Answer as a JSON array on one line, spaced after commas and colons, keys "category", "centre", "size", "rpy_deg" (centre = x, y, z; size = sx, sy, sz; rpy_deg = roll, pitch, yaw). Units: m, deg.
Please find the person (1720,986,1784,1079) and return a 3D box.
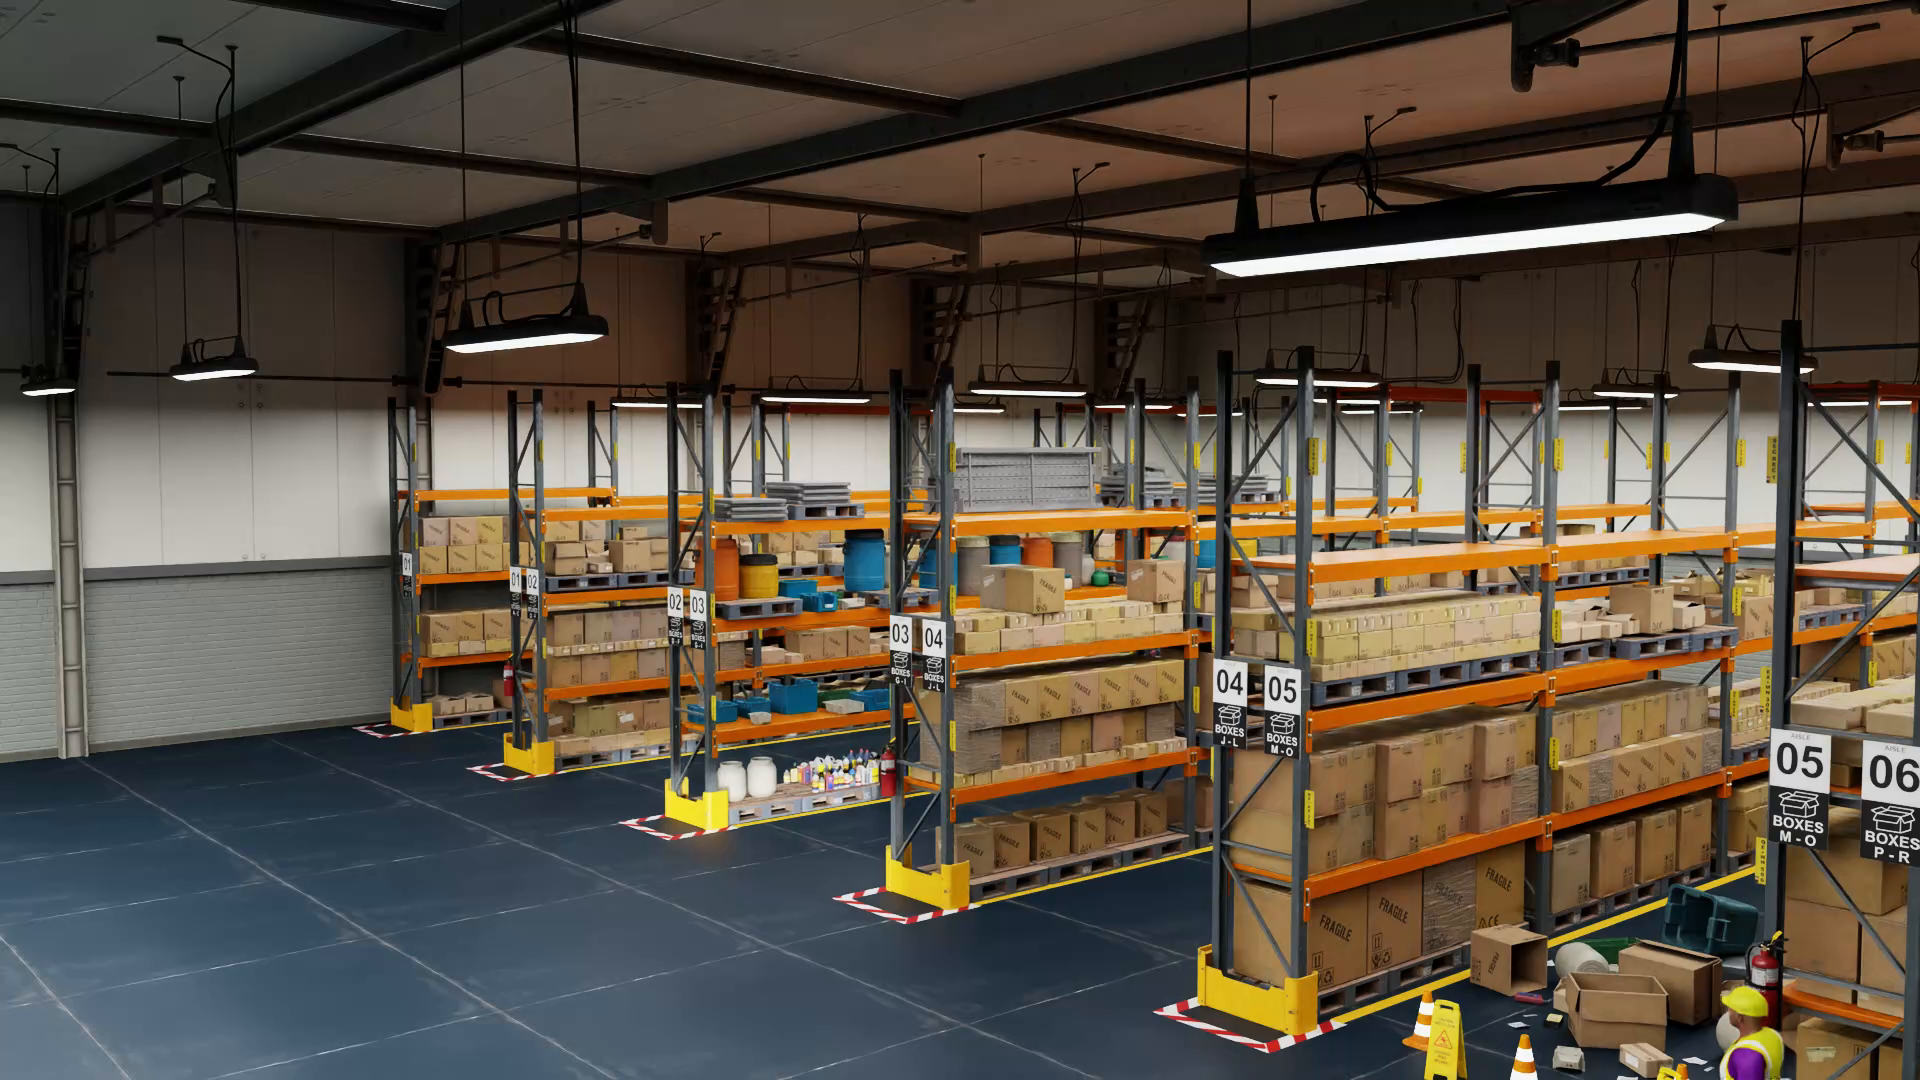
[{"category": "person", "centre": [5.040, 3.682, 10.473], "size": [0.996, 1.733, 0.609], "rpy_deg": [3, 4, 39]}]
